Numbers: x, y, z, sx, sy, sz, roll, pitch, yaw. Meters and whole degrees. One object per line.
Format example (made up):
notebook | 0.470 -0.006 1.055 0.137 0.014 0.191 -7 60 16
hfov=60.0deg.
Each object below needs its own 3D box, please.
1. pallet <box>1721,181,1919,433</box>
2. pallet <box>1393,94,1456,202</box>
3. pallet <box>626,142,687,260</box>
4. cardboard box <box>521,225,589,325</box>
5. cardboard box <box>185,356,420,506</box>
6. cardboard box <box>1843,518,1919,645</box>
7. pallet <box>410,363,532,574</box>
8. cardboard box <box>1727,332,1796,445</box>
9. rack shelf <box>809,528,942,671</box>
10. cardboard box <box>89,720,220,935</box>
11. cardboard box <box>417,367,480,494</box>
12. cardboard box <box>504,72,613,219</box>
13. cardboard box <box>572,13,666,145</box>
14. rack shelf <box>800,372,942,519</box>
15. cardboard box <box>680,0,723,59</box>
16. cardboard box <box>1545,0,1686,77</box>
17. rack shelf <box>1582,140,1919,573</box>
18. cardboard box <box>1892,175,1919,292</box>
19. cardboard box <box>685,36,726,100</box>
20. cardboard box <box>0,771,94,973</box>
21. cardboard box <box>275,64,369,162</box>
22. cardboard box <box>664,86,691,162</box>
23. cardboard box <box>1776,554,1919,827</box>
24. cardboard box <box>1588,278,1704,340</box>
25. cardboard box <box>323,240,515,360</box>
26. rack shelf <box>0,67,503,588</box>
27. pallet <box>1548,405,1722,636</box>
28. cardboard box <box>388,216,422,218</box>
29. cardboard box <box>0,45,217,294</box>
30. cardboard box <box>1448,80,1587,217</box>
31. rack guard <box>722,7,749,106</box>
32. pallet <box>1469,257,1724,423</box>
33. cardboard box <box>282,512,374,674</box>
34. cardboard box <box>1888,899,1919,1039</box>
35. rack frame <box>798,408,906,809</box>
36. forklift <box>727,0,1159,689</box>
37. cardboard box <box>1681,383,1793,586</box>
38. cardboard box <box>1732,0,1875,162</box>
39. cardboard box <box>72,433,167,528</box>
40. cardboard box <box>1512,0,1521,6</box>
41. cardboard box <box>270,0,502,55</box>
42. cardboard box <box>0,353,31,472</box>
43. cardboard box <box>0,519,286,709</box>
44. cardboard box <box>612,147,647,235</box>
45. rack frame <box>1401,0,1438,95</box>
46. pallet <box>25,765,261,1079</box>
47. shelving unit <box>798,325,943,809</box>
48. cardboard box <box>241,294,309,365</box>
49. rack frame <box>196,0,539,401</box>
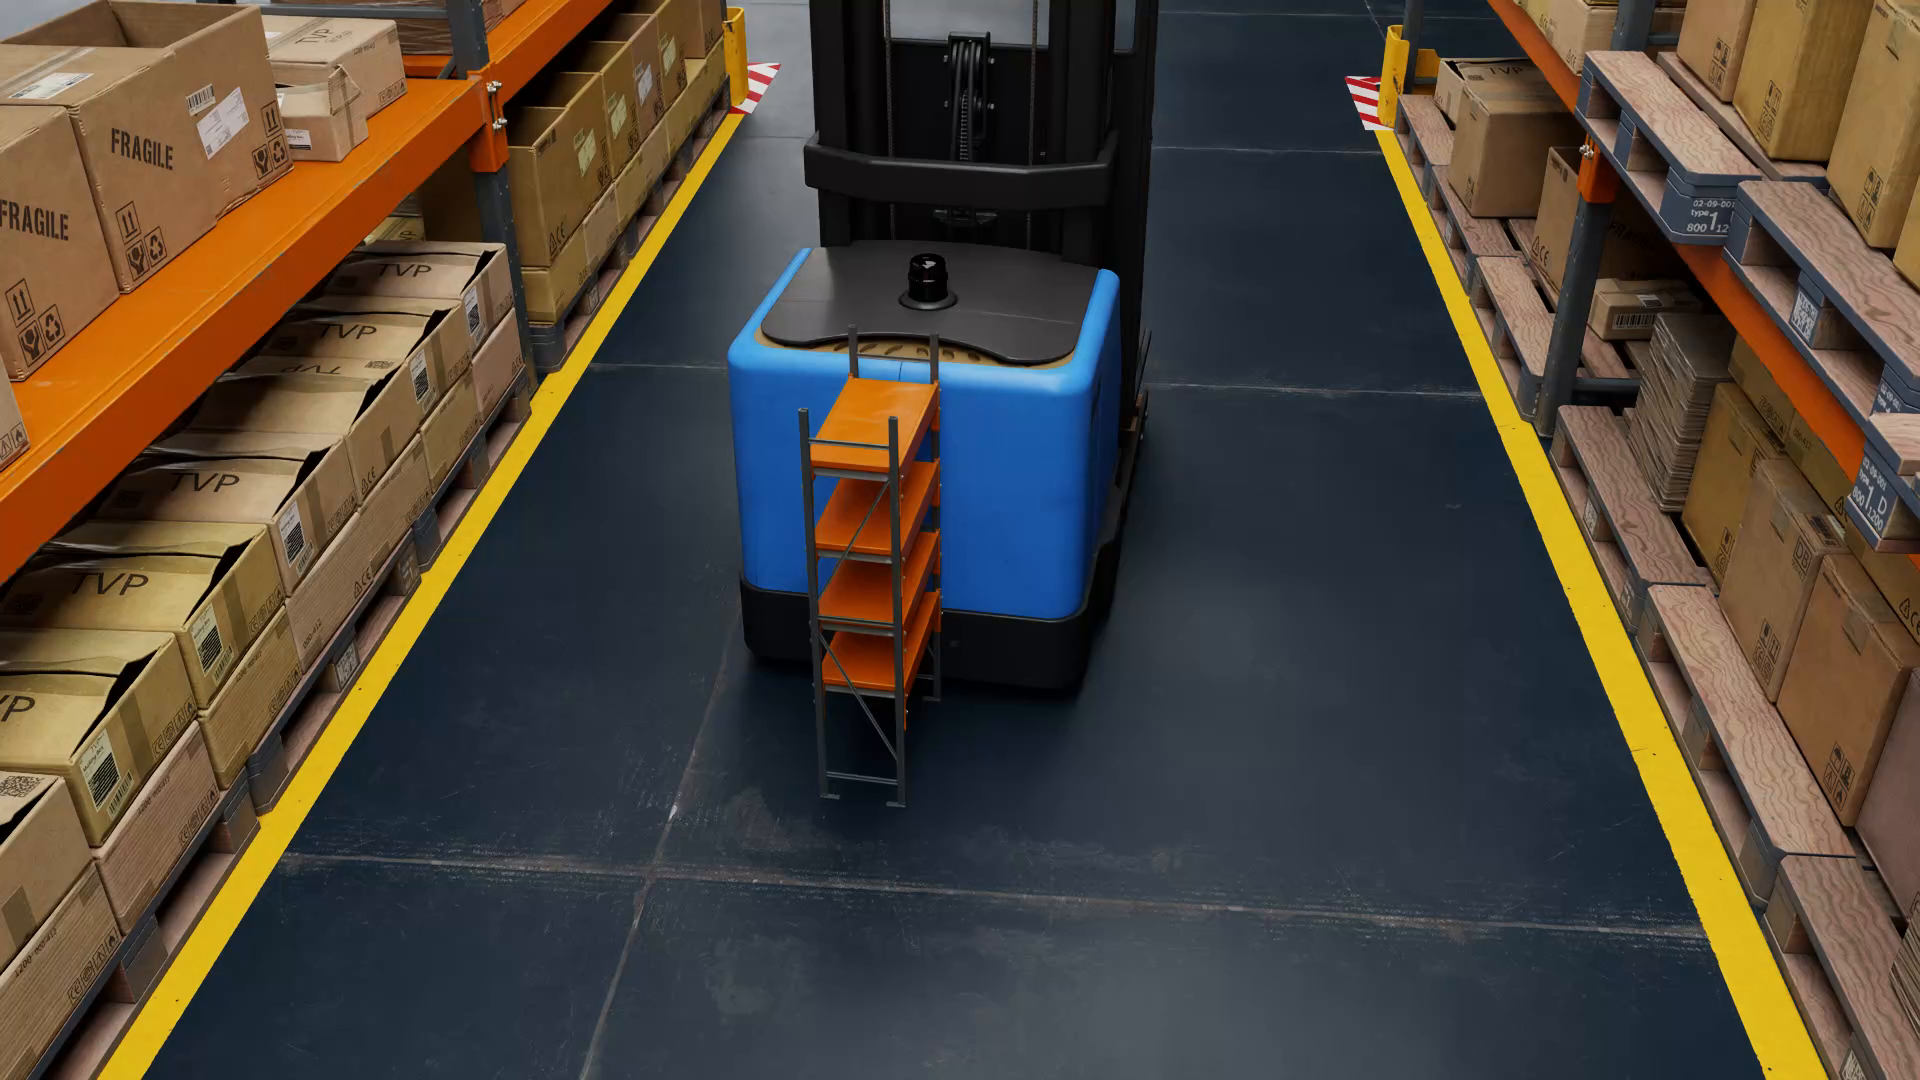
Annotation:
pallet | 2.520 -0.537 3.945 1.003 0.211 1.213 2 32 4
pallet | 2.943 -2.115 8.981 1.003 0.211 1.213 2 32 4
pallet | -2.009 -1.750 8.388 1.003 0.211 1.213 2 32 4
cardboard box | -1.873 -1.121 6.930 0.500 0.250 0.500 2 32 4
cardboard box | -2.039 -0.373 5.182 0.500 0.311 0.500 2 32 4
cardboard box | 2.552 0.033 4.087 0.500 0.250 0.500 2 32 4
pallet | -2.234 -0.309 6.050 1.003 0.211 1.213 2 32 4
cardboard box | 2.649 -0.500 4.950 0.500 0.250 0.500 2 32 3
rack shelf | -0.221 0.142 4.505 0.258 0.148 0.480 6 32 9
cardboard box | -2.163 0.676 4.014 0.500 0.250 0.500 2 32 3
cardboard box | -2.000 -0.398 5.757 0.500 0.250 0.500 2 32 3
cardboard box | -1.830 -1.701 7.158 0.500 0.500 0.500 2 32 4
cardboard box | -1.743 -2.224 8.006 0.500 0.500 0.500 2 32 4
rack shelf | -0.221 -0.250 4.263 0.258 0.148 0.480 6 32 9
cardboard box | -1.634 -3.009 9.279 0.500 0.500 0.500 2 32 4
cardboard box | 2.461 -1.879 6.063 0.500 0.250 0.500 3 32 4
rack shelf | 2.562 -0.321 4.098 1.077 0.370 4.000 2 32 4
cardboard box | 2.507 -0.710 3.529 0.700 0.500 0.500 2 32 4
cardboard box | -1.636 -2.690 9.476 0.500 0.250 0.500 2 32 4
cardboard box | -2.203 0.700 3.441 0.500 0.311 0.500 3 32 6
cardboard box | -2.101 -1.358 5.223 0.396 0.266 0.258 2 32 3
cardboard box | -1.704 -2.166 8.627 0.500 0.250 0.500 2 32 4
cardboard box | 2.576 0.391 4.220 0.700 0.500 0.500 2 32 4
cardboard box | 2.739 -0.936 6.690 0.380 0.166 0.250 -2 32 -2
cardboard box | -1.960 -0.906 6.047 0.500 0.311 0.500 2 32 4
rack shelf | -2.375 -0.531 4.438 1.077 0.370 4.000 2 32 4
pallet | 2.663 -0.079 5.677 1.003 0.211 1.213 2 32 4
cardboard box | -2.342 -1.404 7.390 0.500 0.250 0.500 2 32 4
cardboard box | -2.375 -0.987 4.398 0.500 0.500 0.500 3 32 4
cardboard box | 2.749 -1.851 7.857 0.700 0.500 0.500 1 32 1
rack guard | -1.885 -2.923 10.017 1.175 0.500 0.348 2 32 4
pallet | 2.744 -0.839 6.910 1.003 0.211 1.213 2 32 4
cardboard box | -2.084 0.136 4.891 0.500 0.250 0.500 3 32 5
cardboard box | 2.406 0.916 3.367 0.700 0.500 0.500 3 32 5
rack frame | -0.266 0.210 4.265 0.240 1.200 0.015 6 32 9
forklift | 0.116 -1.570 5.504 1.130 2.935 3.031 6 32 9
cardboard box | 2.690 -0.139 5.079 0.700 0.500 0.500 2 32 3
cardboard box | 2.597 -1.347 4.562 0.700 0.500 0.500 6 32 9
cardboard box | -2.618 -0.121 4.773 0.500 0.311 0.500 3 32 5
cardboard box | 2.536 -2.403 6.913 0.500 0.250 0.500 2 32 4
cardboard box | -2.183 -2.158 6.297 0.700 0.500 0.500 2 32 3
cardboard box | -2.272 -0.213 3.321 0.500 0.311 0.500 2 32 3
cardboard box | -2.125 0.159 4.320 0.500 0.311 0.500 2 32 3
cardboard box | -1.781 -1.643 7.778 0.500 0.250 0.500 2 32 4
rack frame | 3.051 -3.765 9.000 1.000 3.000 0.127 2 32 4
pallet | -2.432 0.967 3.980 1.003 0.211 1.213 2 32 4
shelving unit | -0.221 0.084 4.470 0.258 1.200 0.503 6 32 9
cardboard box | -2.541 -0.663 5.653 0.500 0.311 0.500 2 32 3
rack frame | -2.213 -1.883 5.947 1.000 3.000 0.127 2 32 4
